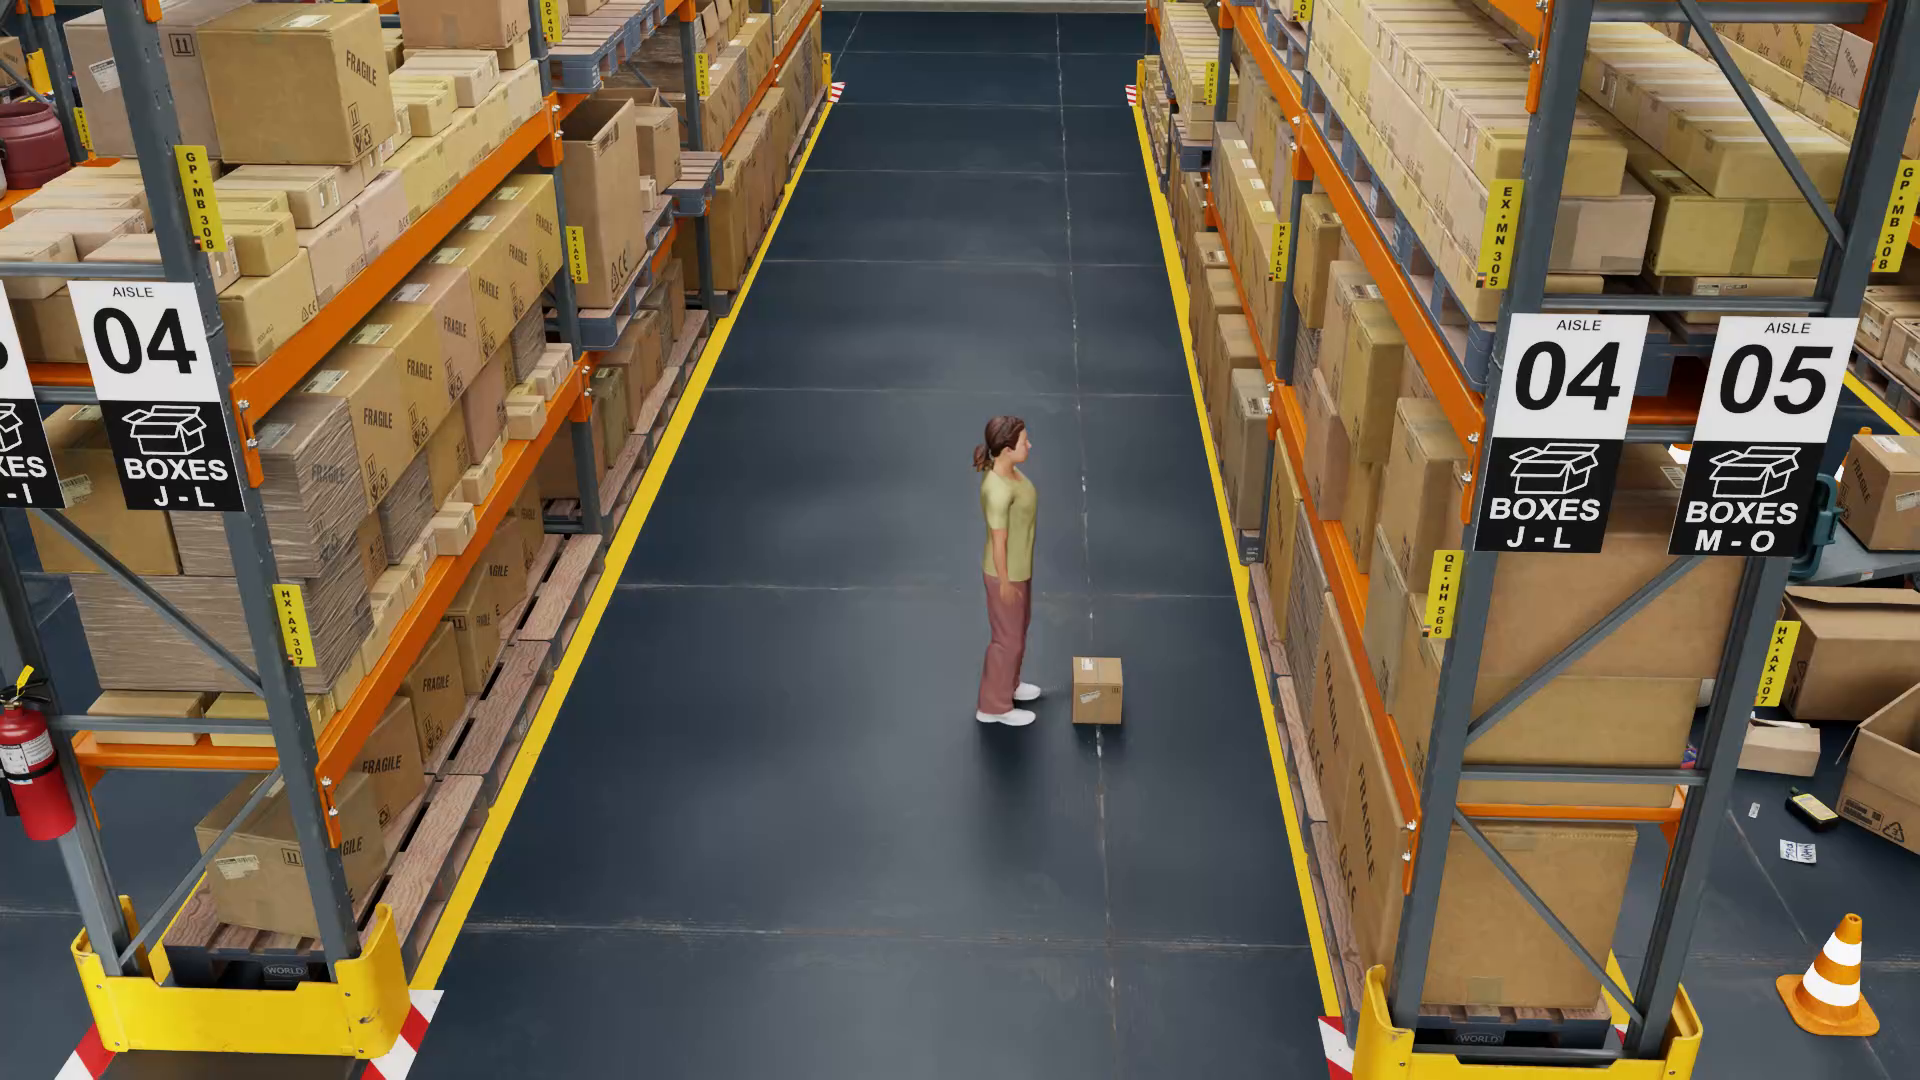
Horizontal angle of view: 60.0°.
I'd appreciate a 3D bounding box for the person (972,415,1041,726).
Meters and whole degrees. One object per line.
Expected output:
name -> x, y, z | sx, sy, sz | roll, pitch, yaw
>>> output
person -> 0.238, 0.146, 8.360 | 0.372, 1.668, 0.440 | 2, 28, 3
